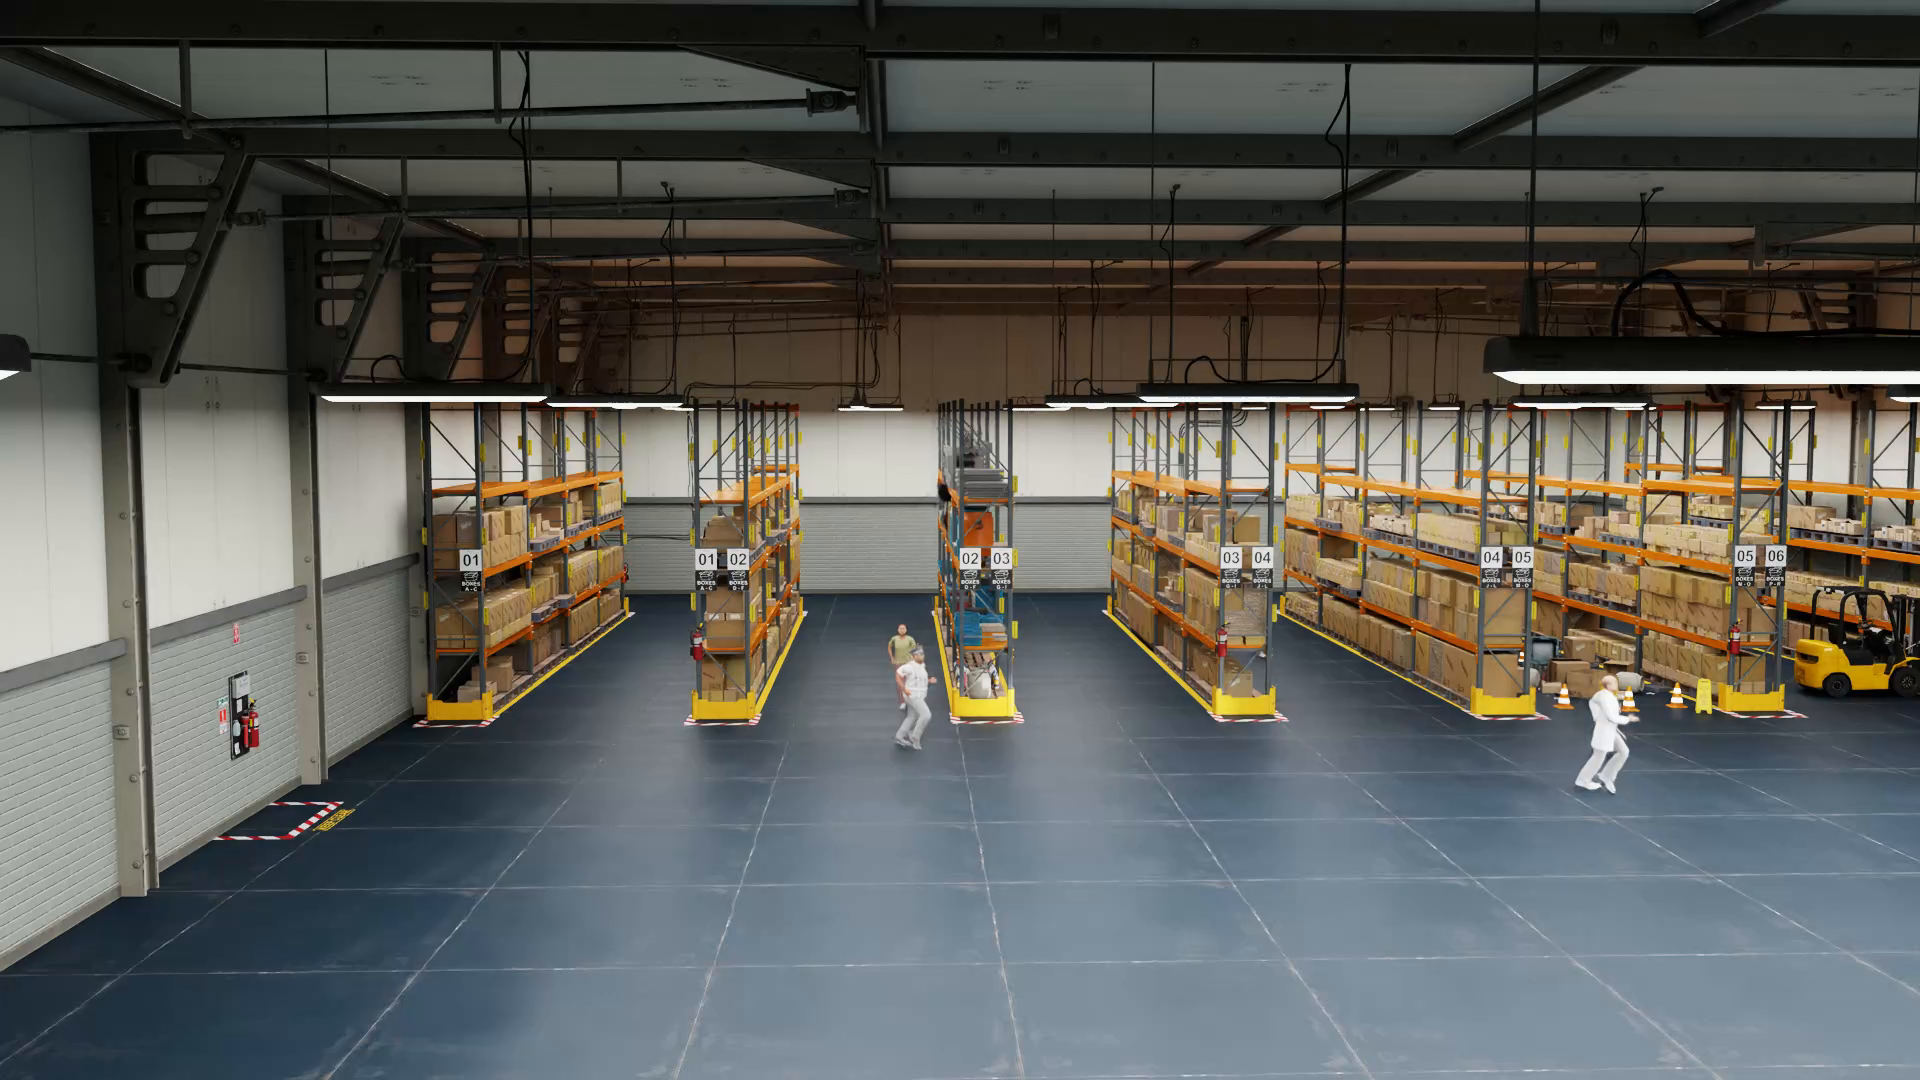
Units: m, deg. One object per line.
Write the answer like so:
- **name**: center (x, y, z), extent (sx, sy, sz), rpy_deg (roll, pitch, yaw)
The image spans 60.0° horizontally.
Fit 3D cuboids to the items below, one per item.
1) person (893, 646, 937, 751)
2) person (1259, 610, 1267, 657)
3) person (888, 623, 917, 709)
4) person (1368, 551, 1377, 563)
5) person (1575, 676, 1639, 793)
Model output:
- **person**: center (-0.772, 2.698, 28.413), extent (0.780, 1.808, 0.643), rpy_deg (1, 5, 18)
- **person**: center (7.093, 1.933, 39.213), extent (0.561, 1.617, 0.594), rpy_deg (-1, 4, -9)
- **person**: center (-1.127, 2.435, 32.612), extent (0.588, 1.655, 0.771), rpy_deg (0, 4, 0)
- **person**: center (12.284, 1.179, 49.185), extent (0.881, 1.697, 0.611), rpy_deg (0, 4, 3)
- **person**: center (9.770, 2.984, 25.096), extent (0.878, 1.715, 0.668), rpy_deg (2, 5, 27)
